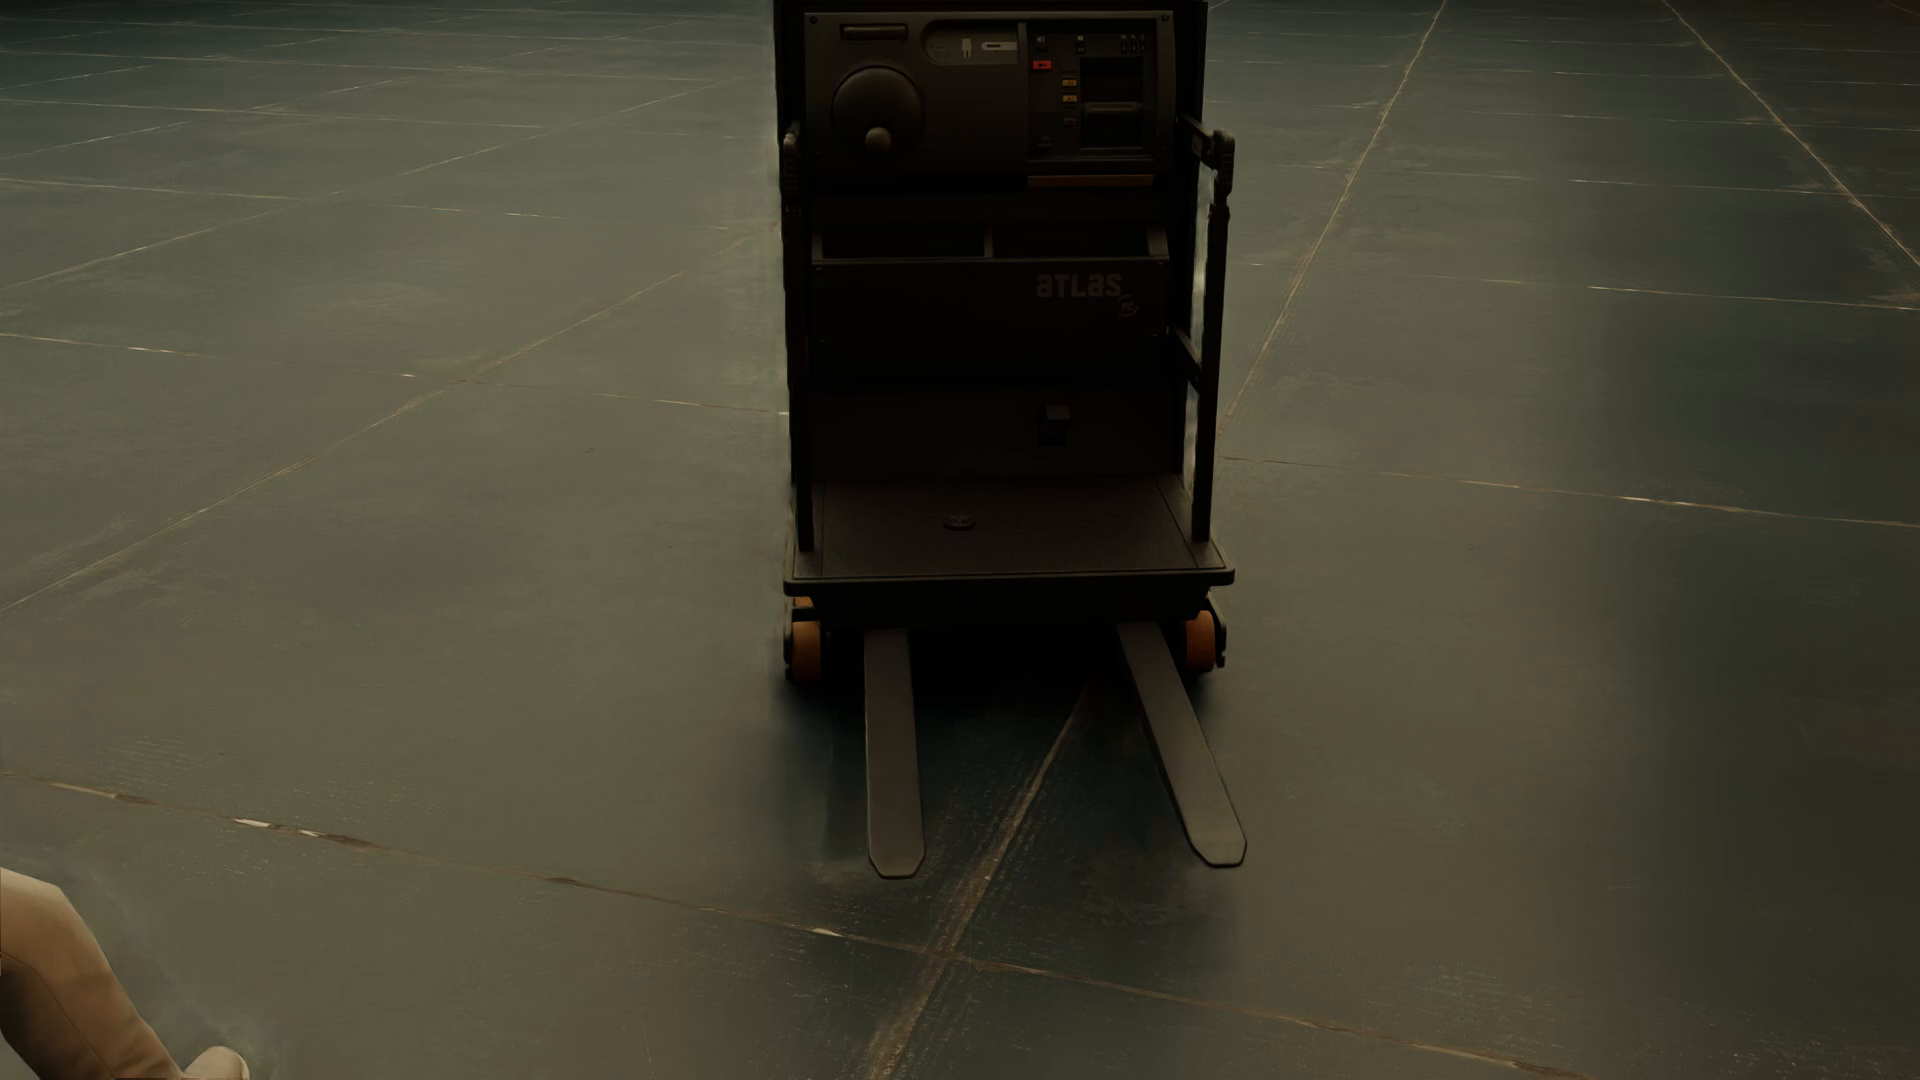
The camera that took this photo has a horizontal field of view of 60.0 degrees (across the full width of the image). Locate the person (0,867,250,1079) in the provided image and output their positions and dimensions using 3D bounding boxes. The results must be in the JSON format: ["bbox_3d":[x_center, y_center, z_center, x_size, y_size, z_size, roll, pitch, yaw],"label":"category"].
[{"bbox_3d":[-1.759,0.383,2.295,1.026,1.509,0.929,8,24,18],"label":"person"}]

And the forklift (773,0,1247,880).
[{"bbox_3d":[0.093,-1.116,3.984,1.130,2.935,3.031,-1,22,-3],"label":"forklift"}]
